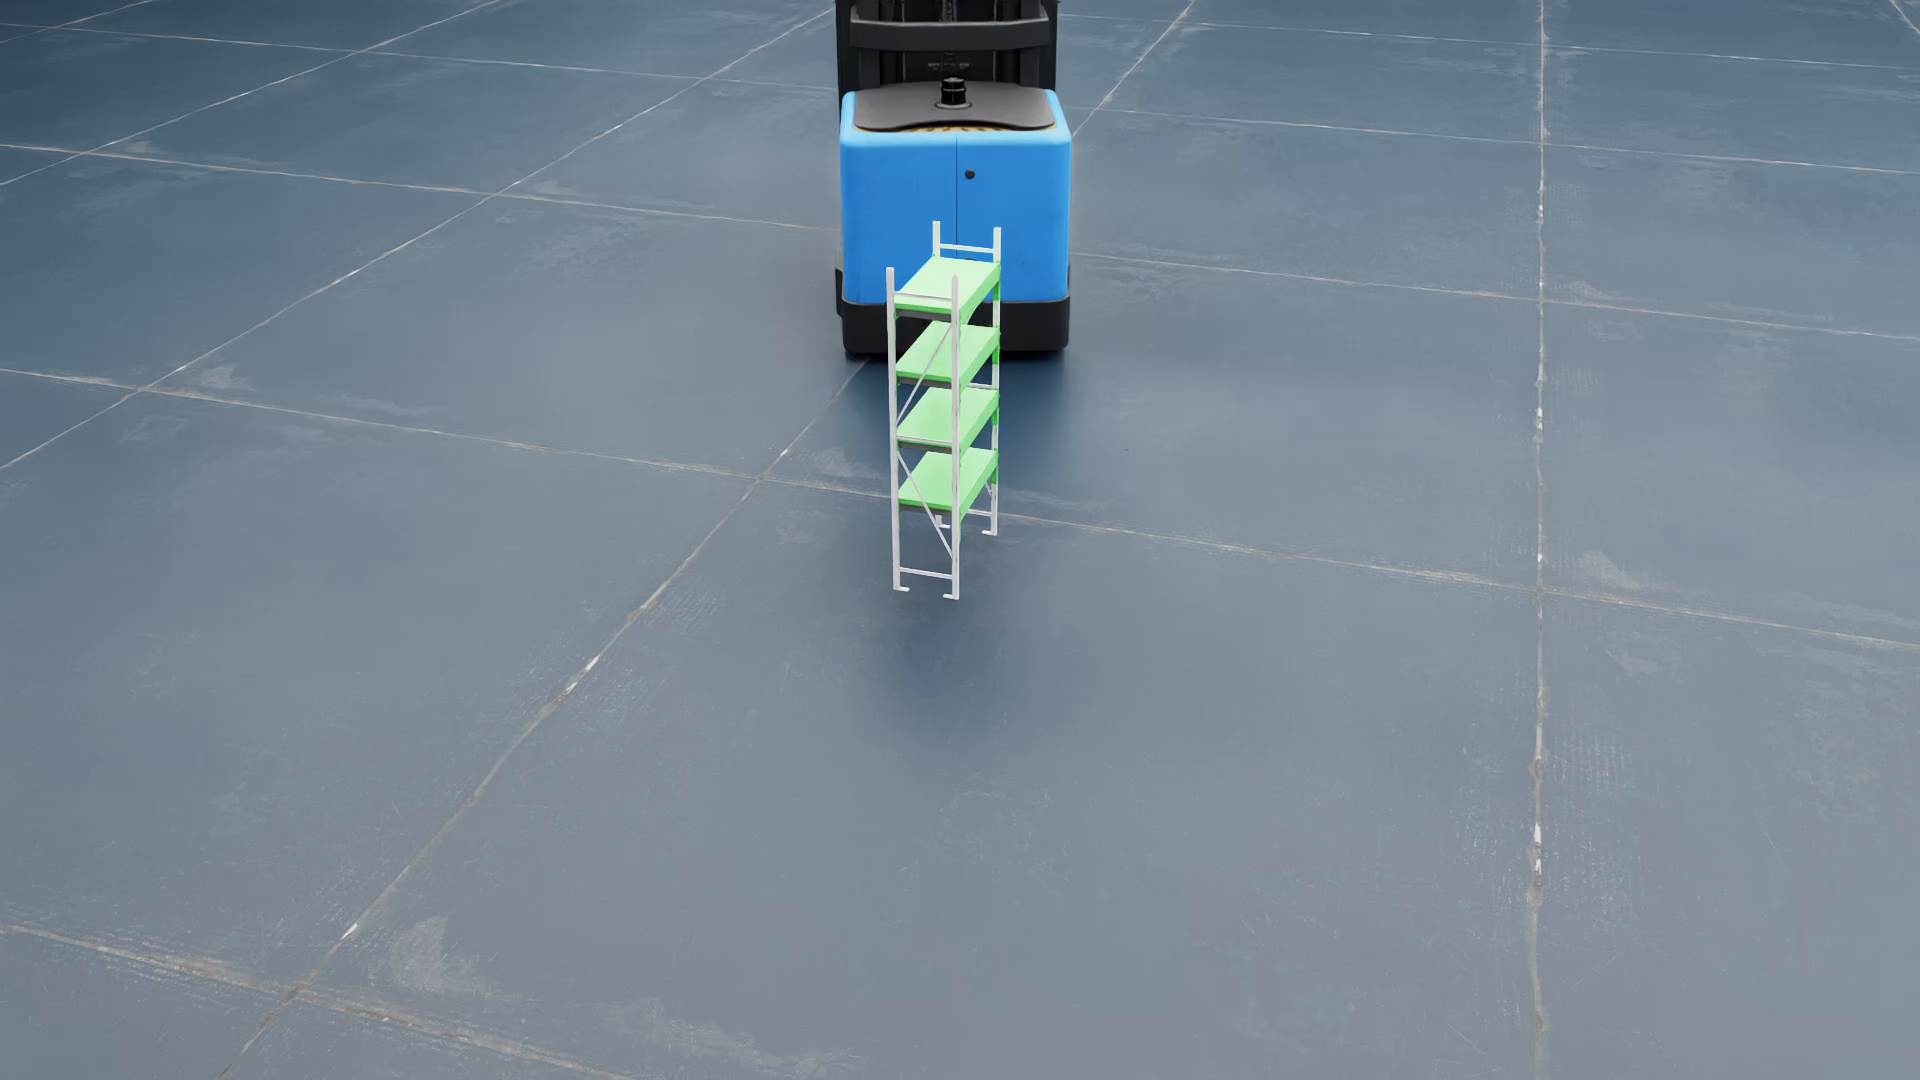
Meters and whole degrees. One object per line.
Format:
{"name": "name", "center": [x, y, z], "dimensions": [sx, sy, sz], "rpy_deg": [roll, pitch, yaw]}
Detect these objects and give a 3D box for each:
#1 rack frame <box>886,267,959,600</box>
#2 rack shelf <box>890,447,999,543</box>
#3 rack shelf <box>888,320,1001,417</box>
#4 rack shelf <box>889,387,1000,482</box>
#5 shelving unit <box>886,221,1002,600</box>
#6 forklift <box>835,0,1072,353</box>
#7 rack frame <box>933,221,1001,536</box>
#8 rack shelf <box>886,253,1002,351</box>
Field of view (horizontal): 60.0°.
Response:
{"name": "rack frame", "center": [-0.120, -0.334, 5.616], "dimensions": [0.240, 1.200, 0.015], "rpy_deg": [8, 30, 15]}
{"name": "rack shelf", "center": [-0.049, -0.182, 5.968], "dimensions": [0.258, 0.148, 0.480], "rpy_deg": [8, 30, 15]}
{"name": "rack shelf", "center": [-0.049, -0.601, 5.734], "dimensions": [0.258, 0.148, 0.480], "rpy_deg": [8, 30, 15]}
{"name": "rack shelf", "center": [-0.049, -0.392, 5.851], "dimensions": [0.258, 0.148, 0.480], "rpy_deg": [8, 30, 15]}
{"name": "shelving unit", "center": [-0.049, -0.447, 5.820], "dimensions": [0.258, 1.200, 0.503], "rpy_deg": [8, 30, 15]}
{"name": "forklift", "center": [-0.077, -2.818, 8.301], "dimensions": [1.130, 2.935, 3.031], "rpy_deg": [-1, 29, -2]}
{"name": "rack frame", "center": [0.023, -0.561, 6.024], "dimensions": [0.240, 1.200, 0.015], "rpy_deg": [8, 30, 15]}
{"name": "rack shelf", "center": [-0.049, -0.811, 5.618], "dimensions": [0.258, 0.148, 0.480], "rpy_deg": [8, 30, 15]}
